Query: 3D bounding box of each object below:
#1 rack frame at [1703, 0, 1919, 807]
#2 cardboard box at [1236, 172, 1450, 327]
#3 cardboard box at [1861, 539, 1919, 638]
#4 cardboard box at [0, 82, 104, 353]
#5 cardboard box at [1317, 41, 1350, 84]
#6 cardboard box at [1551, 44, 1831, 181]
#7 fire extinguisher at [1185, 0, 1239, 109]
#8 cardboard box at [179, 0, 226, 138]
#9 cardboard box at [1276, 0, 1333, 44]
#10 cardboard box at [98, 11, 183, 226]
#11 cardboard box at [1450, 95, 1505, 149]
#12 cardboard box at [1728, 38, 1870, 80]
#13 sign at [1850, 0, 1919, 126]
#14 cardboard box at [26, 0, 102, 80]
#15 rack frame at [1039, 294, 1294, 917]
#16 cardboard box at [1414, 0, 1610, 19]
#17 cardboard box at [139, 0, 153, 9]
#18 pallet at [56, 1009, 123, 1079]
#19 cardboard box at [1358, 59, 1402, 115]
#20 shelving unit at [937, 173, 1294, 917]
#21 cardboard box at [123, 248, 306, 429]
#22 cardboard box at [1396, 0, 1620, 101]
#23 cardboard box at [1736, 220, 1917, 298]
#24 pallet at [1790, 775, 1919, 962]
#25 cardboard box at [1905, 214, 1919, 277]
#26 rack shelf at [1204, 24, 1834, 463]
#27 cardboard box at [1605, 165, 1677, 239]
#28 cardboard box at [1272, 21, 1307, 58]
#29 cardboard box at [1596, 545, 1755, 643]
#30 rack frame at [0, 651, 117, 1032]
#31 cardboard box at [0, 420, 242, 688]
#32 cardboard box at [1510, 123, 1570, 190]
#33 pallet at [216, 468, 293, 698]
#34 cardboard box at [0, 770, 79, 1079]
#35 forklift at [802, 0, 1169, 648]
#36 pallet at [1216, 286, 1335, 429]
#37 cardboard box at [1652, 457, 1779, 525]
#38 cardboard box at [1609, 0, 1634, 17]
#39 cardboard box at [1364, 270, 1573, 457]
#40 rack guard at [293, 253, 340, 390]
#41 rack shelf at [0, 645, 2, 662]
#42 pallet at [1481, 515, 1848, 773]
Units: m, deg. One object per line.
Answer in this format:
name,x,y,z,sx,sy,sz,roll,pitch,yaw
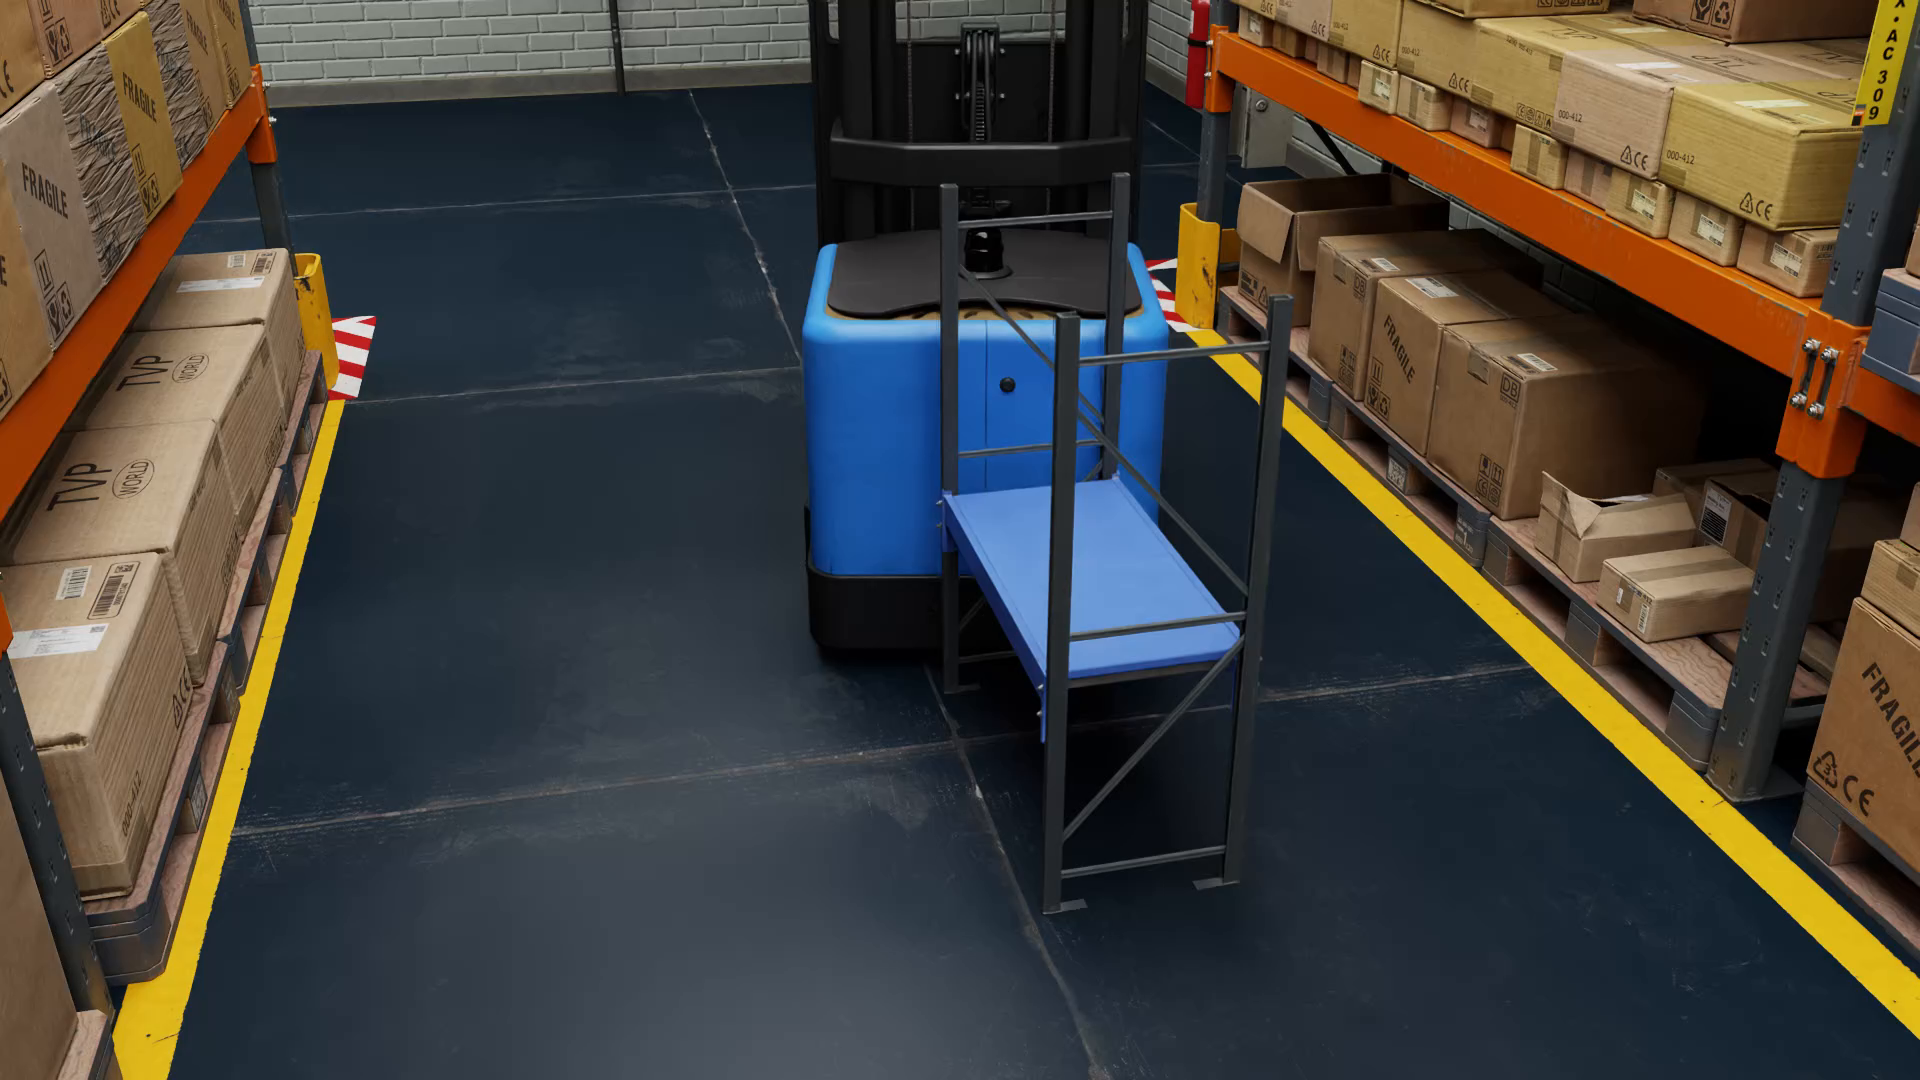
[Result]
rack frame,2.500,-0.718,3.843,1.000,3.000,0.127,-6,27,-12
cardboard box,1.645,-1.269,7.239,0.797,0.503,0.637,-7,28,-14
cardboard box,2.322,0.106,3.800,0.380,0.149,0.250,-5,27,-9
cardboard box,-2.295,-0.711,3.718,0.500,0.500,0.500,-6,27,-11
cardboard box,1.599,-1.853,6.372,0.380,0.149,0.250,-5,27,-10
cardboard box,2.021,-1.201,4.636,0.500,0.250,0.500,-6,27,-11
fire extinguisher,1.116,-2.290,7.459,0.296,0.674,0.183,-6,27,-12
cardboard box,-2.771,-1.606,5.492,0.500,0.500,0.500,-7,28,-13
cardboard box,1.553,-2.092,6.402,0.500,0.250,0.500,-6,27,-11
cardboard box,-2.517,-1.156,4.600,0.500,0.500,0.500,-5,27,-10
cardboard box,1.852,-1.399,5.472,0.380,0.149,0.250,-6,27,-12
cardboard box,2.532,-1.248,4.730,0.500,0.250,0.500,-6,27,-12
sign,1.974,-1.046,3.532,0.100,0.325,0.005,-6,27,-12
cardboard box,-2.418,-1.385,3.945,0.500,0.500,0.500,-5,27,-11
rack frame,0.437,0.196,3.698,0.500,1.500,0.032,-6,27,-12
cardboard box,1.777,-1.989,5.367,0.500,0.500,0.500,-5,27,-10
cardboard box,-2.641,-1.828,4.822,0.500,0.500,0.500,-6,27,-12
pallet,-2.087,1.364,2.814,1.003,0.211,1.213,-6,27,-12
cardboard box,1.648,-1.619,5.907,0.380,0.149,0.250,-7,28,-13
shelving unit,0.316,-0.027,4.138,0.538,1.500,1.048,-6,27,-12
cardboard box,-2.990,-0.732,6.249,0.875,0.438,0.875,-7,28,-13
cardboard box,1.806,-1.647,5.521,0.500,0.250,0.500,-7,28,-13
cardboard box,2.183,-0.720,4.126,0.380,0.149,0.250,-6,27,-11
pallet,2.721,0.880,3.772,1.003,0.211,1.213,-6,27,-12
cardboard box,2.392,-0.715,3.260,0.700,0.500,0.500,-5,27,-10
rack shelf,2.050,-1.275,5.745,1.077,0.370,4.000,-6,27,-12
cardboard box,2.021,-0.944,4.569,0.380,0.149,0.250,-5,27,-10
cardboard box,1.508,-2.082,6.826,0.380,0.149,0.250,-5,27,-10
cardboard box,2.089,0.153,4.816,0.380,0.149,0.250,-7,28,-13
rack frame,-2.335,-0.212,2.841,1.000,3.000,0.127,-6,27,-12
cardboard box,-2.574,0.065,4.670,0.875,0.438,0.875,-7,28,-13
cardboard box,1.903,-1.171,5.020,0.380,0.149,0.250,-6,27,-12
pallet,-2.708,0.154,5.210,1.003,0.211,1.213,-6,27,-12
cardboard box,-2.117,0.813,2.702,0.875,0.875,0.875,-5,27,-10
forklift,0.057,-1.605,5.678,1.130,2.935,3.031,0,27,-1
pallet,1.797,-0.845,7.191,1.003,0.211,1.213,-6,27,-12
cardboard box,2.484,-0.137,5.390,0.380,0.149,0.250,-6,27,-12
cardboard box,2.301,-1.691,5.607,0.500,0.250,0.500,-6,27,-12
cardboard box,1.821,-0.646,6.008,0.500,0.500,0.500,-5,27,-11
rack guard,-3.242,-0.863,6.904,1.175,0.500,0.348,-6,27,-12
rack shelf,-1.884,0.987,1.264,1.077,0.370,4.000,-6,27,-12
pallet,2.347,0.226,5.069,1.003,0.211,1.213,-6,27,-12
